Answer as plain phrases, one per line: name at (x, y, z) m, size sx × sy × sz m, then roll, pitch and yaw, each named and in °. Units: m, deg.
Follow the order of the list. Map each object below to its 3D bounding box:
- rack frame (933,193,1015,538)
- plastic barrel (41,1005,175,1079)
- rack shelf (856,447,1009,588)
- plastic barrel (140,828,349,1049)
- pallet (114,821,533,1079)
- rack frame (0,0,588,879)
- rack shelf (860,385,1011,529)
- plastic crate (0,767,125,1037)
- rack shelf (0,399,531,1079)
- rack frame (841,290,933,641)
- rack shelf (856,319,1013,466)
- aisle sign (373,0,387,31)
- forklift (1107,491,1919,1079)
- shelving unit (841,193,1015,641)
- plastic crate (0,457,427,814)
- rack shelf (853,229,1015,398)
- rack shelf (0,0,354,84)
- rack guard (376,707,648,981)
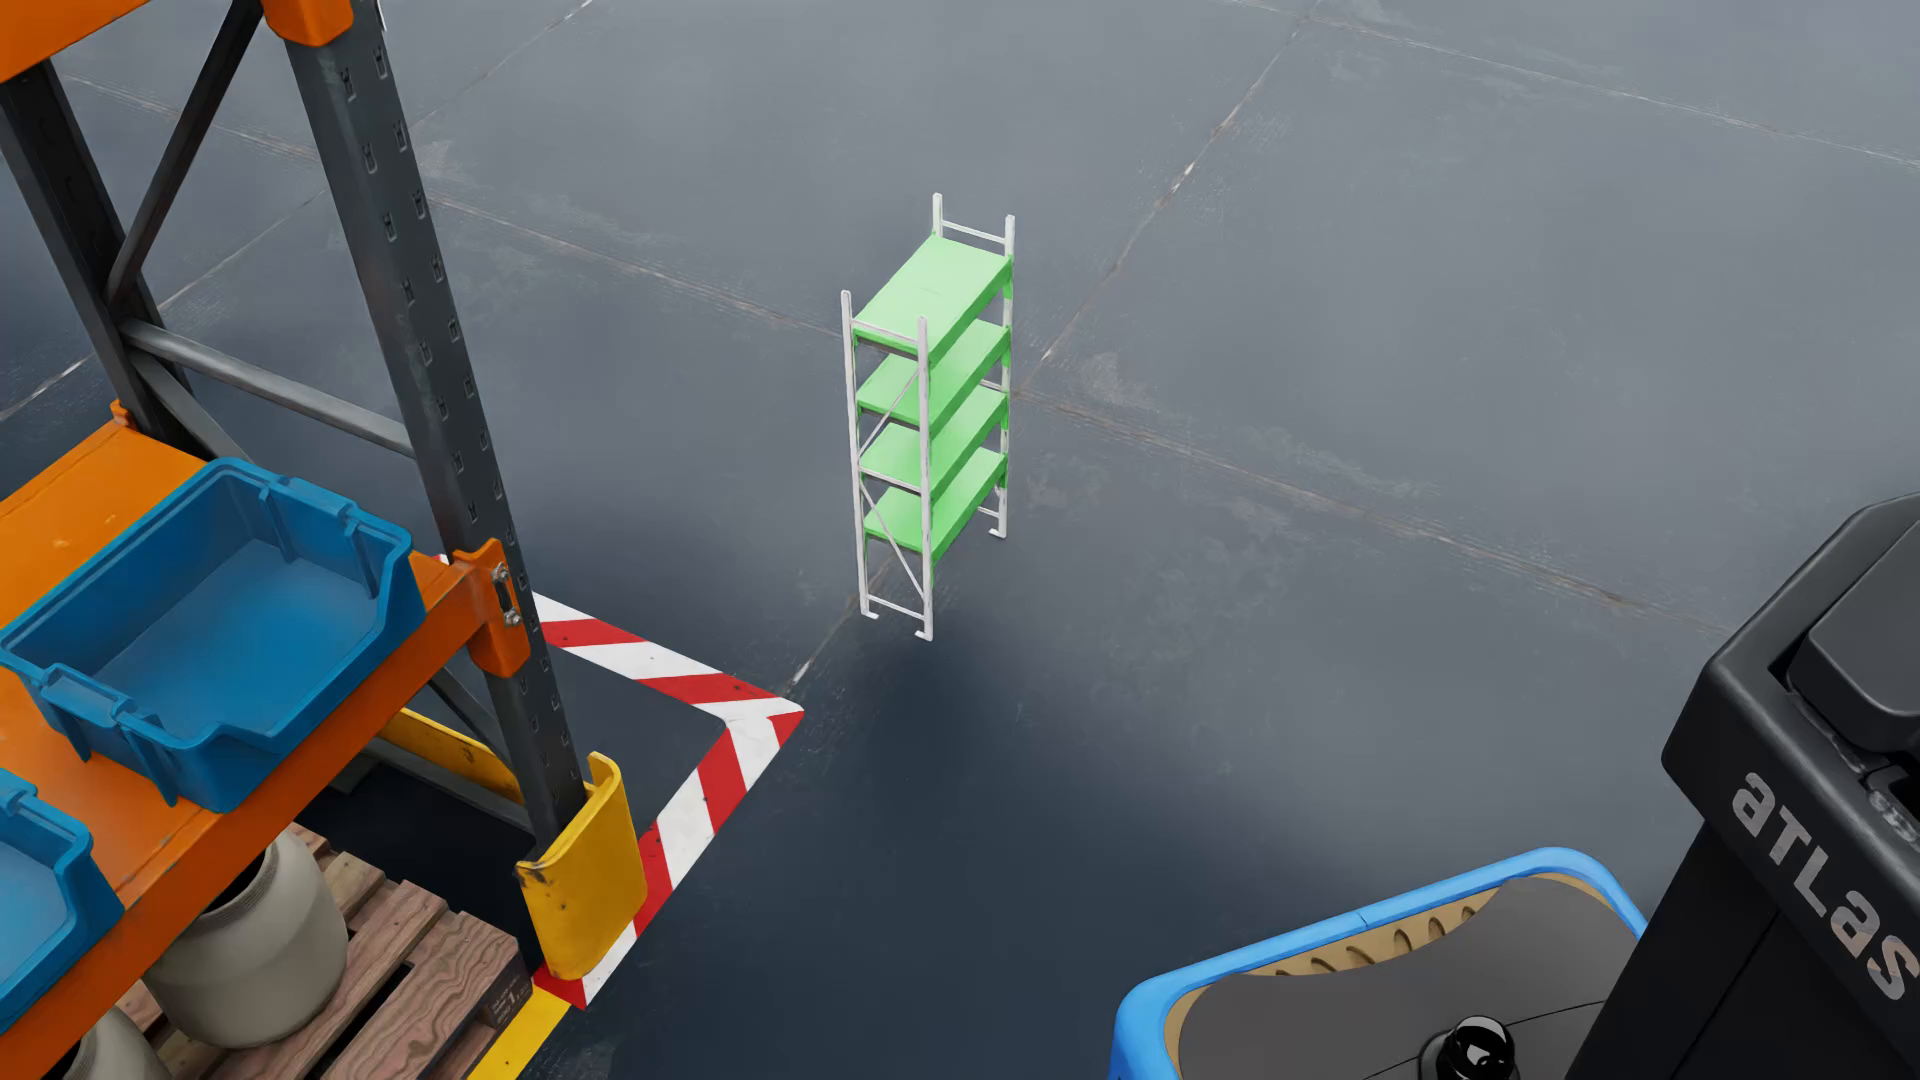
rack frame at (0.036, -0.471, 4.872) m, size 0.240 × 1.200 × 0.015 m, roll 20°, pitch 49°, yaw 19°
plastic barrel at (-1.866, 1.182, 3.427) m, size 0.421 × 0.512 × 0.421 m, roll 0°, pitch 45°, yaw 0°
rack shelf at (-0.077, -0.104, 4.936) m, size 0.258 × 0.148 × 0.480 m, roll 20°, pitch 49°, yaw 19°
plastic barrel at (-1.633, 0.866, 3.739) m, size 0.421 × 0.512 × 0.421 m, roll 0°, pitch 45°, yaw 0°
pallet at (-1.771, 1.253, 3.863) m, size 1.003 × 0.211 × 1.213 m, roll 20°, pitch 49°, yaw 19°
rack frame at (-1.395, -0.300, 3.438) m, size 1.000 × 3.000 × 0.127 m, roll 20°, pitch 49°, yaw 19°
rack shelf at (-0.077, -0.273, 4.766) m, size 0.258 × 0.148 × 0.480 m, roll 20°, pitch 49°, yaw 19°
plastic crate at (-1.669, 0.573, 2.679) m, size 0.499 × 0.251 × 0.408 m, roll 20°, pitch 49°, yaw 19°
rack shelf at (-2.323, 1.212, 2.448) m, size 1.077 × 0.370 × 4.000 m, roll 20°, pitch 49°, yaw 19°
rack frame at (-0.190, -0.164, 4.568) m, size 0.240 × 1.200 × 0.015 m, roll 20°, pitch 49°, yaw 19°
rack shelf at (-0.077, -0.441, 4.595) m, size 0.258 × 0.148 × 0.480 m, roll 20°, pitch 49°, yaw 19°
aisle sign at (-1.099, -1.161, 2.461) m, size 0.394 × 0.787 × 0.004 m, roll 20°, pitch 49°, yaw 19°
forklift at (1.238, 1.397, 1.808) m, size 1.130 × 2.935 × 3.031 m, roll -14°, pitch 47°, yaw -14°
shelving unit at (-0.077, -0.317, 4.720) m, size 0.258 × 1.200 × 0.503 m, roll 20°, pitch 49°, yaw 19°
plastic crate at (-1.362, 0.166, 3.081) m, size 0.499 × 0.251 × 0.616 m, roll 20°, pitch 49°, yaw 19°
rack shelf at (-0.077, -0.610, 4.424) m, size 0.258 × 0.148 × 0.480 m, roll 20°, pitch 49°, yaw 19°
rack shelf at (-2.323, 0.158, 1.382) m, size 1.077 × 0.370 × 4.000 m, roll 20°, pitch 49°, yaw 19°
rack guard at (-1.389, 0.642, 4.264) m, size 1.175 × 0.500 × 0.348 m, roll 20°, pitch 49°, yaw 19°
